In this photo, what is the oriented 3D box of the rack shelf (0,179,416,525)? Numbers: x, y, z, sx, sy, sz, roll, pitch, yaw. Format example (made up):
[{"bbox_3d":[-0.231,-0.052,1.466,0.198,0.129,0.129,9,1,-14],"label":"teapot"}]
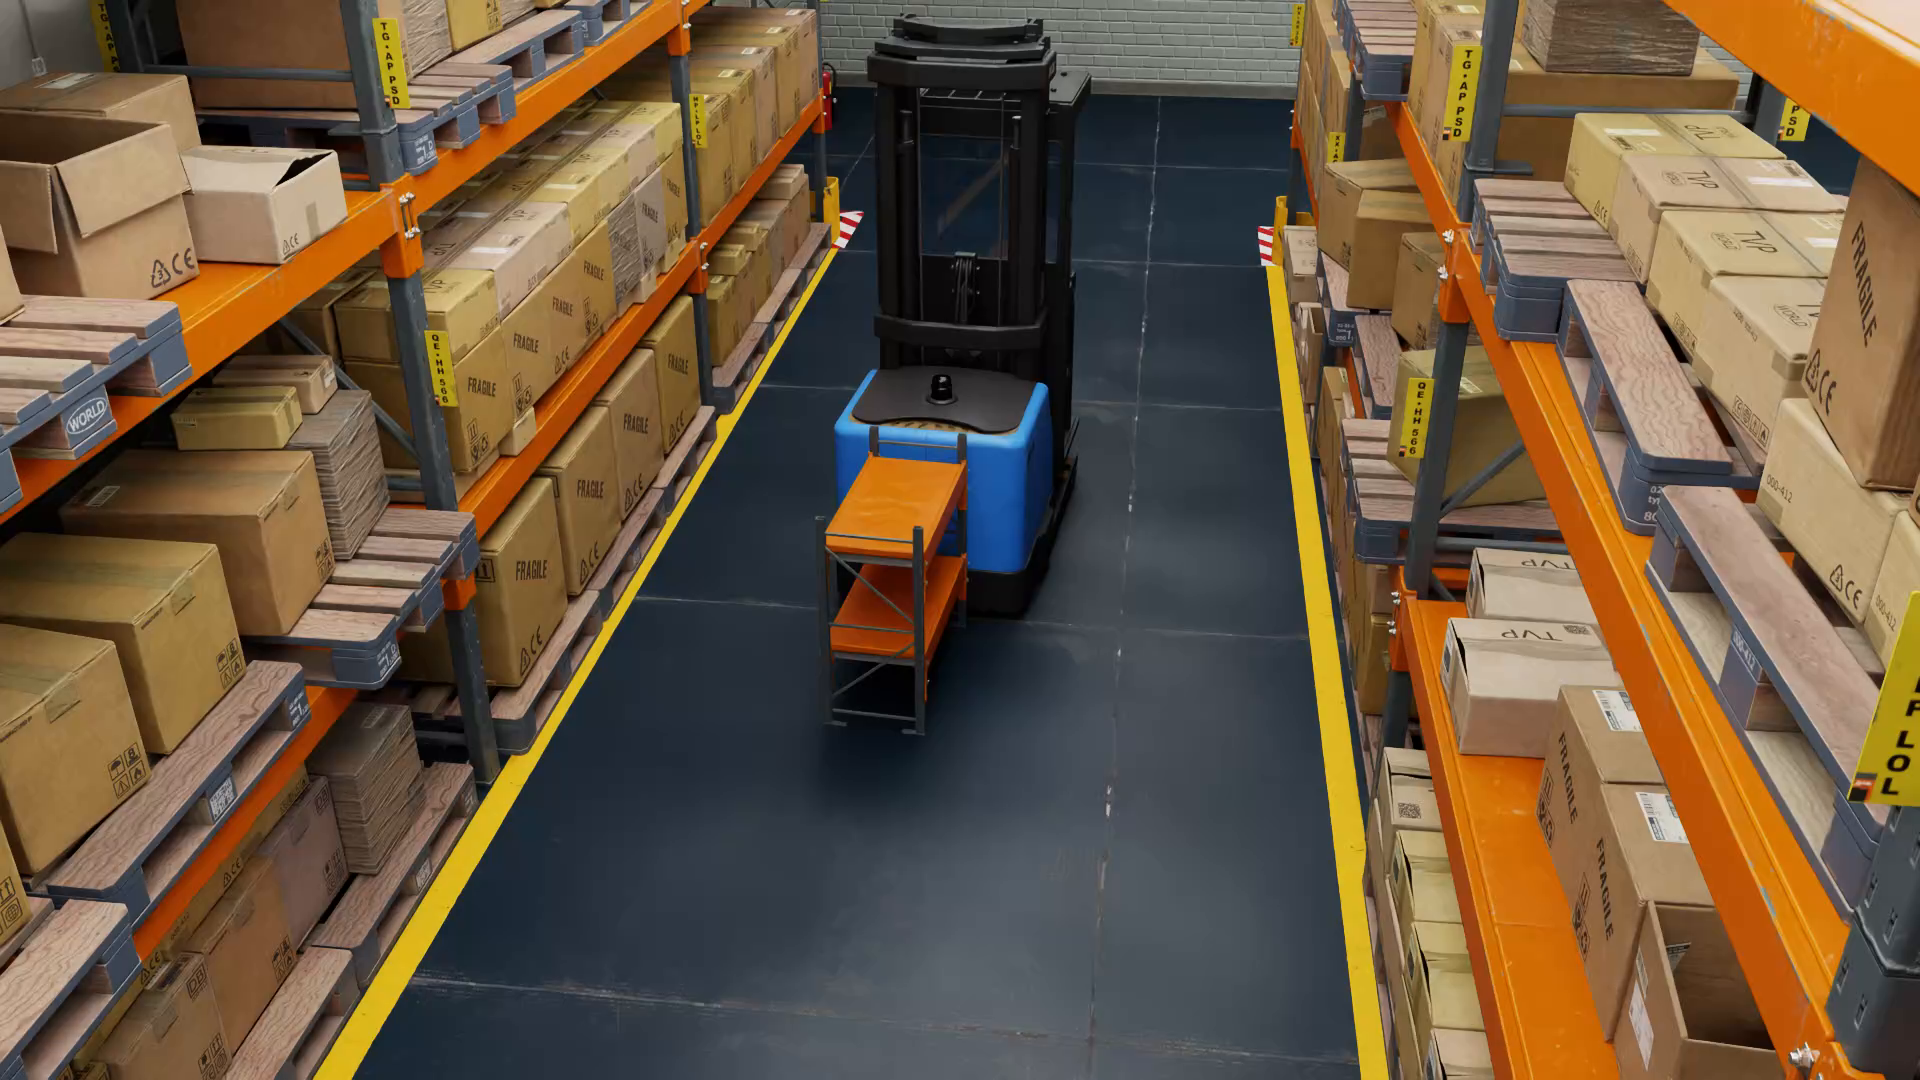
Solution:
[{"bbox_3d":[-2.888,-0.307,4.753,1.077,0.370,4.000,3,28,6],"label":"rack shelf"}]

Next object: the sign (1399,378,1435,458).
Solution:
[{"bbox_3d":[1.734,-0.460,6.305,0.100,0.325,0.005,3,28,6],"label":"sign"}]

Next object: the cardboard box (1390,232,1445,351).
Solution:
[{"bbox_3d":[2.609,-1.235,8.332,0.700,0.500,0.500,-4,29,-7],"label":"cardboard box"}]

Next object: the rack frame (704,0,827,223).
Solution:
[{"bbox_3d":[-1.663,-4.010,14.031,1.000,3.000,0.127,3,28,6],"label":"rack frame"}]

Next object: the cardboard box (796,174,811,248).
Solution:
[{"bbox_3d":[-1.649,-2.759,13.902,0.700,0.500,0.500,3,28,6],"label":"cardboard box"}]

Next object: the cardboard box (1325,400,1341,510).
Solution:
[{"bbox_3d":[2.408,-0.469,9.630,0.500,0.500,0.500,4,29,7],"label":"cardboard box"}]

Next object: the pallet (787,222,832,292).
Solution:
[{"bbox_3d":[-1.683,-2.402,13.986,1.003,0.211,1.213,3,28,6],"label":"pallet"}]

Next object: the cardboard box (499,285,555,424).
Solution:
[{"bbox_3d":[-2.256,-0.888,7.796,0.500,0.500,0.500,4,29,8],"label":"cardboard box"}]

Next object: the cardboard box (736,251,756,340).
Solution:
[{"bbox_3d":[-1.895,-1.794,12.110,0.700,0.500,0.500,3,28,6],"label":"cardboard box"}]

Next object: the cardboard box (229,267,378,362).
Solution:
[{"bbox_3d":[-2.845,-0.987,7.189,0.500,0.250,0.500,4,29,8],"label":"cardboard box"}]

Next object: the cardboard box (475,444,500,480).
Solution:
[{"bbox_3d":[-2.333,-0.402,7.578,0.380,0.149,0.250,4,29,7],"label":"cardboard box"}]

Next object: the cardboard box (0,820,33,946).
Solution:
[{"bbox_3d":[-2.961,0.900,4.347,0.700,0.500,0.500,6,29,11],"label":"cardboard box"}]

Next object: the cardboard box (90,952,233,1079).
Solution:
[{"bbox_3d":[-2.943,1.714,5.578,0.700,0.500,0.500,4,29,7],"label":"cardboard box"}]

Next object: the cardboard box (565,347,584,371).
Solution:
[{"bbox_3d":[-2.196,-1.007,8.700,0.380,0.149,0.250,4,29,6],"label":"cardboard box"}]

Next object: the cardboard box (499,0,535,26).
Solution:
[{"bbox_3d":[-2.499,-2.780,8.016,0.700,0.500,0.500,3,28,6],"label":"cardboard box"}]

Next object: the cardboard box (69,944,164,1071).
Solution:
[{"bbox_3d":[-2.949,1.415,5.342,0.500,0.250,0.500,3,28,5],"label":"cardboard box"}]

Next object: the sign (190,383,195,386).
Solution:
[{"bbox_3d":[-3.194,-0.785,6.824,0.100,0.325,0.005,3,28,6],"label":"sign"}]

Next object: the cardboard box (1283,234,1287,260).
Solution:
[{"bbox_3d":[2.831,-2.376,13.521,0.380,0.166,0.250,3,28,6],"label":"cardboard box"}]

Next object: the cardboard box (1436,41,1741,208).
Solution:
[{"bbox_3d":[2.294,-1.530,6.160,0.910,0.500,0.500,3,28,6],"label":"cardboard box"}]

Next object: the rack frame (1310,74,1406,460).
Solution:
[{"bbox_3d":[2.764,-1.841,10.005,1.000,3.000,0.127,3,28,6],"label":"rack frame"}]

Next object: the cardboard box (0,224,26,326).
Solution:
[{"bbox_3d":[-2.836,-0.744,4.258,0.500,0.500,0.500,2,28,4],"label":"cardboard box"}]

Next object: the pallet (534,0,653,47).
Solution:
[{"bbox_3d":[-2.216,-2.929,9.064,0.805,0.209,1.217,2,28,4],"label":"pallet"}]

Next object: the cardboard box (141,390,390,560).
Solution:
[{"bbox_3d":[-2.691,-0.260,6.502,0.700,0.500,0.500,0,28,0],"label":"cardboard box"}]

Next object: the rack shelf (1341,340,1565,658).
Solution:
[{"bbox_3d":[2.519,-0.583,8.428,1.077,0.370,4.000,3,28,6],"label":"rack shelf"}]

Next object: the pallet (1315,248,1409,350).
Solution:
[{"bbox_3d":[2.558,-1.387,9.364,1.003,0.211,1.213,3,28,6],"label":"pallet"}]

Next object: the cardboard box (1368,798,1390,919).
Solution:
[{"bbox_3d":[1.918,1.297,6.637,0.500,0.250,0.500,3,28,6],"label":"cardboard box"}]

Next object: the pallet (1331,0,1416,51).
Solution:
[{"bbox_3d":[2.614,-2.776,8.776,1.213,0.211,1.003,3,28,6],"label":"pallet"}]

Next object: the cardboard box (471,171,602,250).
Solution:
[{"bbox_3d":[-2.153,-1.686,8.487,0.500,0.250,0.500,3,28,5],"label":"cardboard box"}]

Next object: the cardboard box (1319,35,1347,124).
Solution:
[{"bbox_3d":[2.691,-3.057,11.102,0.500,0.500,0.500,4,29,7],"label":"cardboard box"}]

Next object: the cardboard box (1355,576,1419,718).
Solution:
[{"bbox_3d":[2.155,0.494,7.841,0.500,0.500,0.500,4,29,8],"label":"cardboard box"}]

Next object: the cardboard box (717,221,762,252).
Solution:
[{"bbox_3d":[-1.673,-2.240,12.254,0.380,0.149,0.250,3,28,5],"label":"cardboard box"}]

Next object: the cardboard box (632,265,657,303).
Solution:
[{"bbox_3d":[-1.971,-1.483,9.583,0.380,0.149,0.250,3,28,6],"label":"cardboard box"}]

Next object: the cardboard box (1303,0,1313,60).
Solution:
[{"bbox_3d":[2.938,-4.015,12.880,0.500,0.500,0.500,4,29,8],"label":"cardboard box"}]

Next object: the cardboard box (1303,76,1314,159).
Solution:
[{"bbox_3d":[2.815,-3.095,12.228,0.500,0.500,0.500,3,28,6],"label":"cardboard box"}]

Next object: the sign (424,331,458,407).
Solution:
[{"bbox_3d":[-2.103,-0.692,6.735,0.100,0.325,0.005,3,28,6],"label":"sign"}]

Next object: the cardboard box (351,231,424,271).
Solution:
[{"bbox_3d":[-2.778,-1.231,7.641,0.500,0.250,0.500,2,28,5],"label":"cardboard box"}]

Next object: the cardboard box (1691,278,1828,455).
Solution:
[{"bbox_3d":[2.079,-0.411,3.904,0.500,0.250,0.500,1,28,2],"label":"cardboard box"}]

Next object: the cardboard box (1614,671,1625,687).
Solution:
[{"bbox_3d":[2.438,0.592,5.754,0.380,0.149,0.250,3,28,6],"label":"cardboard box"}]

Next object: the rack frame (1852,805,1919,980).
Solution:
[{"bbox_3d":[1.784,-0.717,1.592,1.000,3.000,0.127,3,28,6],"label":"rack frame"}]

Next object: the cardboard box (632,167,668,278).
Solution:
[{"bbox_3d":[-2.012,-1.839,9.560,0.500,0.500,0.500,4,29,7],"label":"cardboard box"}]

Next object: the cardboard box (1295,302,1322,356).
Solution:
[{"bbox_3d":[2.644,-1.489,11.722,0.500,0.311,0.500,3,28,6],"label":"cardboard box"}]

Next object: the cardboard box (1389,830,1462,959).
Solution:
[{"bbox_3d":[1.862,1.298,6.044,0.500,0.311,0.500,3,28,5],"label":"cardboard box"}]

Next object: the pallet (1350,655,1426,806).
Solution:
[{"bbox_3d":[2.403,0.920,7.820,1.003,0.211,1.213,3,28,6],"label":"pallet"}]

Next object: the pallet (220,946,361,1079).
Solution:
[{"bbox_3d":[-2.892,1.923,5.957,1.003,0.211,1.213,3,28,6],"label":"pallet"}]

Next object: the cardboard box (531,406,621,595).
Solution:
[{"bbox_3d":[-2.309,-0.234,8.845,0.750,0.750,0.750,3,28,6],"label":"cardboard box"}]

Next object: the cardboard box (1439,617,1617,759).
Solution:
[{"bbox_3d":[1.972,0.491,5.771,0.500,0.311,0.500,3,28,6],"label":"cardboard box"}]

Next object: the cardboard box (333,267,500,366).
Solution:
[{"bbox_3d":[-2.328,-0.971,7.159,0.500,0.250,0.500,4,29,7],"label":"cardboard box"}]

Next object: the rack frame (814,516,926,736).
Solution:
[{"bbox_3d":[-0.413,0.417,7.790,0.500,1.125,0.032,5,29,10],"label":"rack frame"}]

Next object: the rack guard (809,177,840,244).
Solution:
[{"bbox_3d":[-1.660,-2.921,14.645,1.175,0.500,0.348,3,28,6],"label":"rack guard"}]

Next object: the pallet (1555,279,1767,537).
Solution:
[{"bbox_3d":[2.145,-0.345,4.264,1.003,0.211,1.213,5,29,9],"label":"pallet"}]

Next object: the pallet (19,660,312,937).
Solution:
[{"bbox_3d":[-2.845,0.774,5.353,1.003,0.211,1.213,3,28,6],"label":"pallet"}]

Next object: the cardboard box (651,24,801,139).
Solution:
[{"bbox_3d":[-1.794,-3.559,12.877,0.980,0.700,0.700,3,28,6],"label":"cardboard box"}]

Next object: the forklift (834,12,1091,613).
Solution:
[{"bbox_3d":[0.126,-1.583,9.598,1.130,2.935,3.031,6,29,10],"label":"forklift"}]

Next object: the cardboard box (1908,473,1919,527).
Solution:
[{"bbox_3d":[1.898,-0.133,2.597,0.500,0.500,0.500,4,29,7],"label":"cardboard box"}]

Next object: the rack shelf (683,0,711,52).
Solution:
[{"bbox_3d":[-1.908,-4.073,11.743,1.077,0.370,4.000,3,28,6],"label":"rack shelf"}]

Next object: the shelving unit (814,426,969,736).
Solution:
[{"bbox_3d":[-0.313,0.181,8.229,0.538,1.125,1.048,5,29,10],"label":"shelving unit"}]
